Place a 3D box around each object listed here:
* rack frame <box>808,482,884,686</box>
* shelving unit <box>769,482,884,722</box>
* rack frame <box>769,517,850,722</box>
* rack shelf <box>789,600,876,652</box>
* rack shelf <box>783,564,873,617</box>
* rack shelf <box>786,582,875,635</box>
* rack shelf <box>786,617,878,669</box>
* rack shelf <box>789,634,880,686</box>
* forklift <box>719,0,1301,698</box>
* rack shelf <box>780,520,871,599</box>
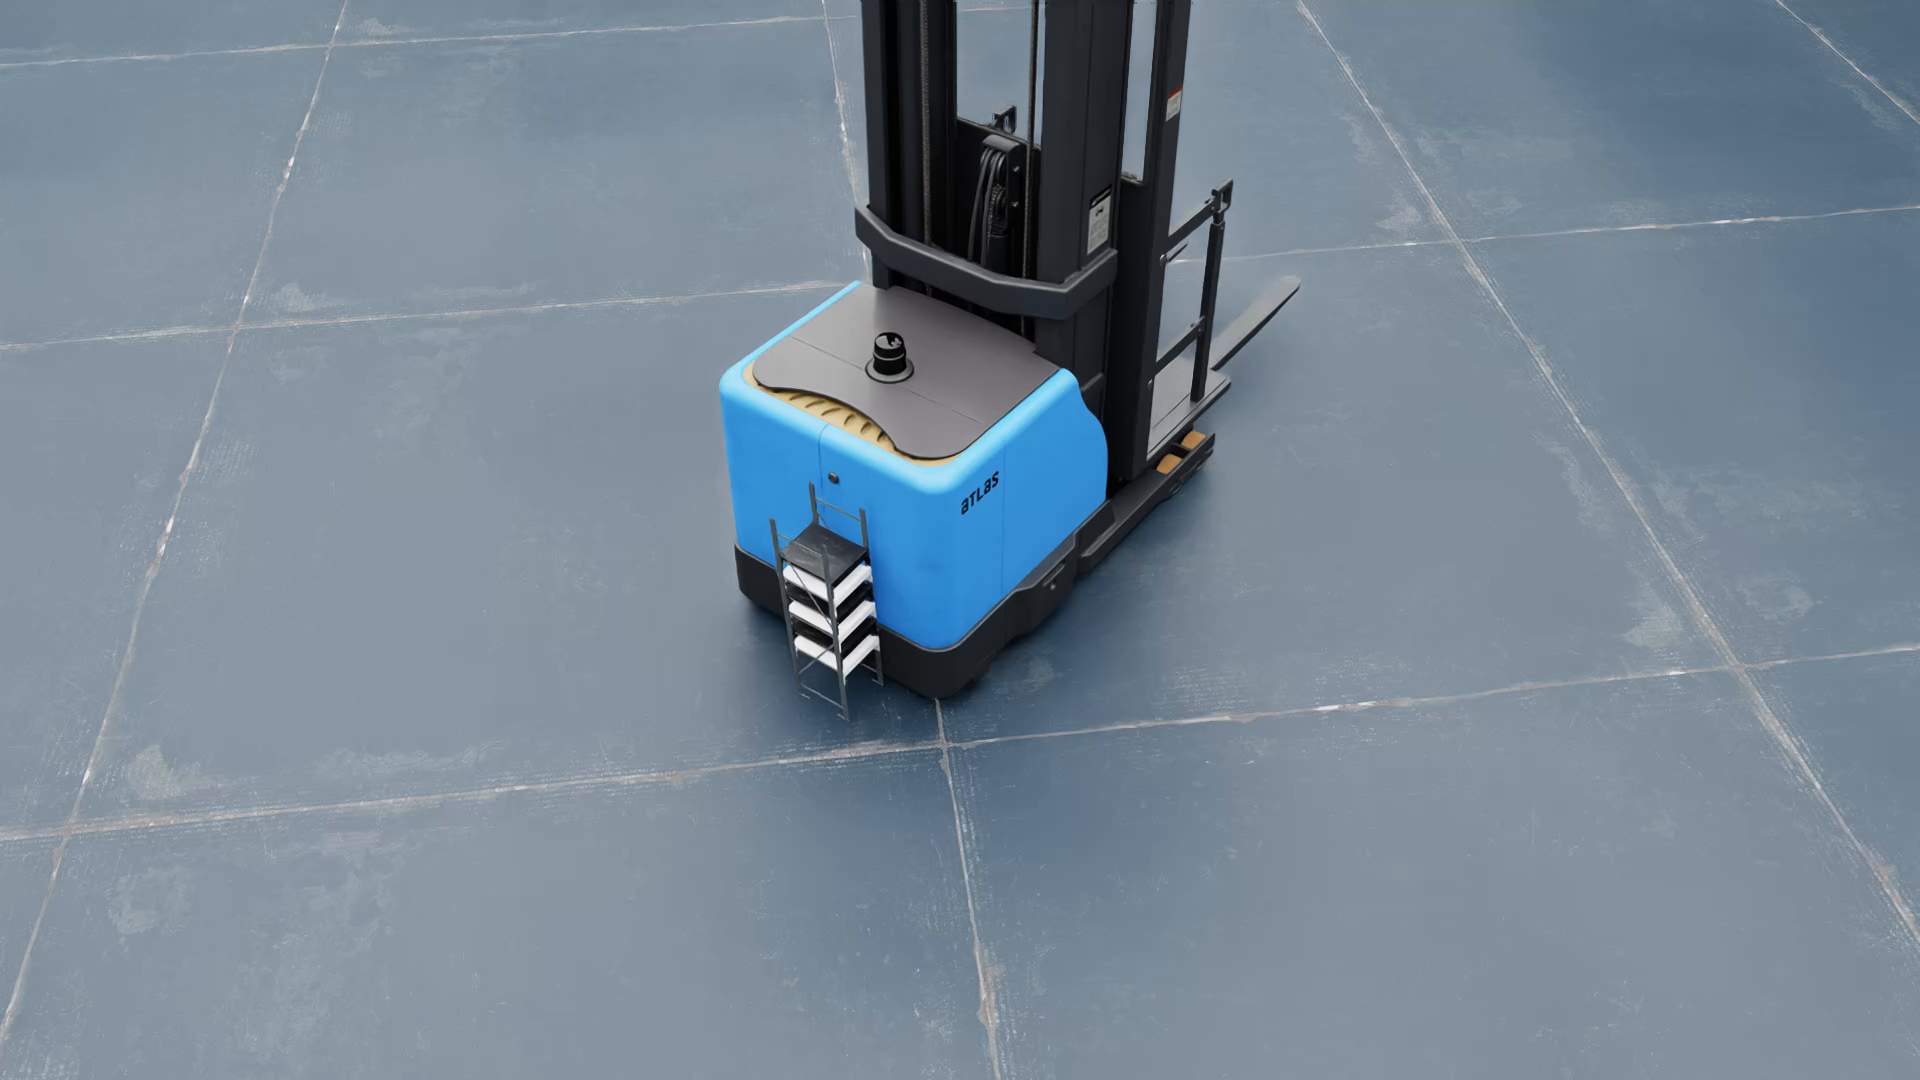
[{"bbox_3d":[-0.396,0.172,5.869,0.240,0.900,0.006,26,52,26],"label":"rack frame"},{"bbox_3d":[-0.456,0.232,5.812,0.258,0.900,0.210,26,52,26],"label":"shelving unit"},{"bbox_3d":[-0.515,0.292,5.756,0.240,0.900,0.006,26,52,26],"label":"rack frame"},{"bbox_3d":[-0.455,0.255,5.836,0.258,0.077,0.200,26,52,26],"label":"rack shelf"},{"bbox_3d":[-0.461,0.128,5.709,0.258,0.077,0.200,26,52,26],"label":"rack shelf"},{"bbox_3d":[-0.458,0.192,5.772,0.258,0.077,0.200,26,52,26],"label":"rack shelf"},{"bbox_3d":[-0.451,0.319,5.899,0.258,0.077,0.200,26,52,26],"label":"rack shelf"},{"bbox_3d":[-0.448,0.383,5.963,0.258,0.077,0.200,26,52,26],"label":"rack shelf"},{"bbox_3d":[0.424,-1.459,6.179,1.130,2.935,3.031,26,48,26],"label":"forklift"},{"bbox_3d":[-0.465,0.065,5.645,0.258,0.077,0.200,26,52,26],"label":"rack shelf"}]
